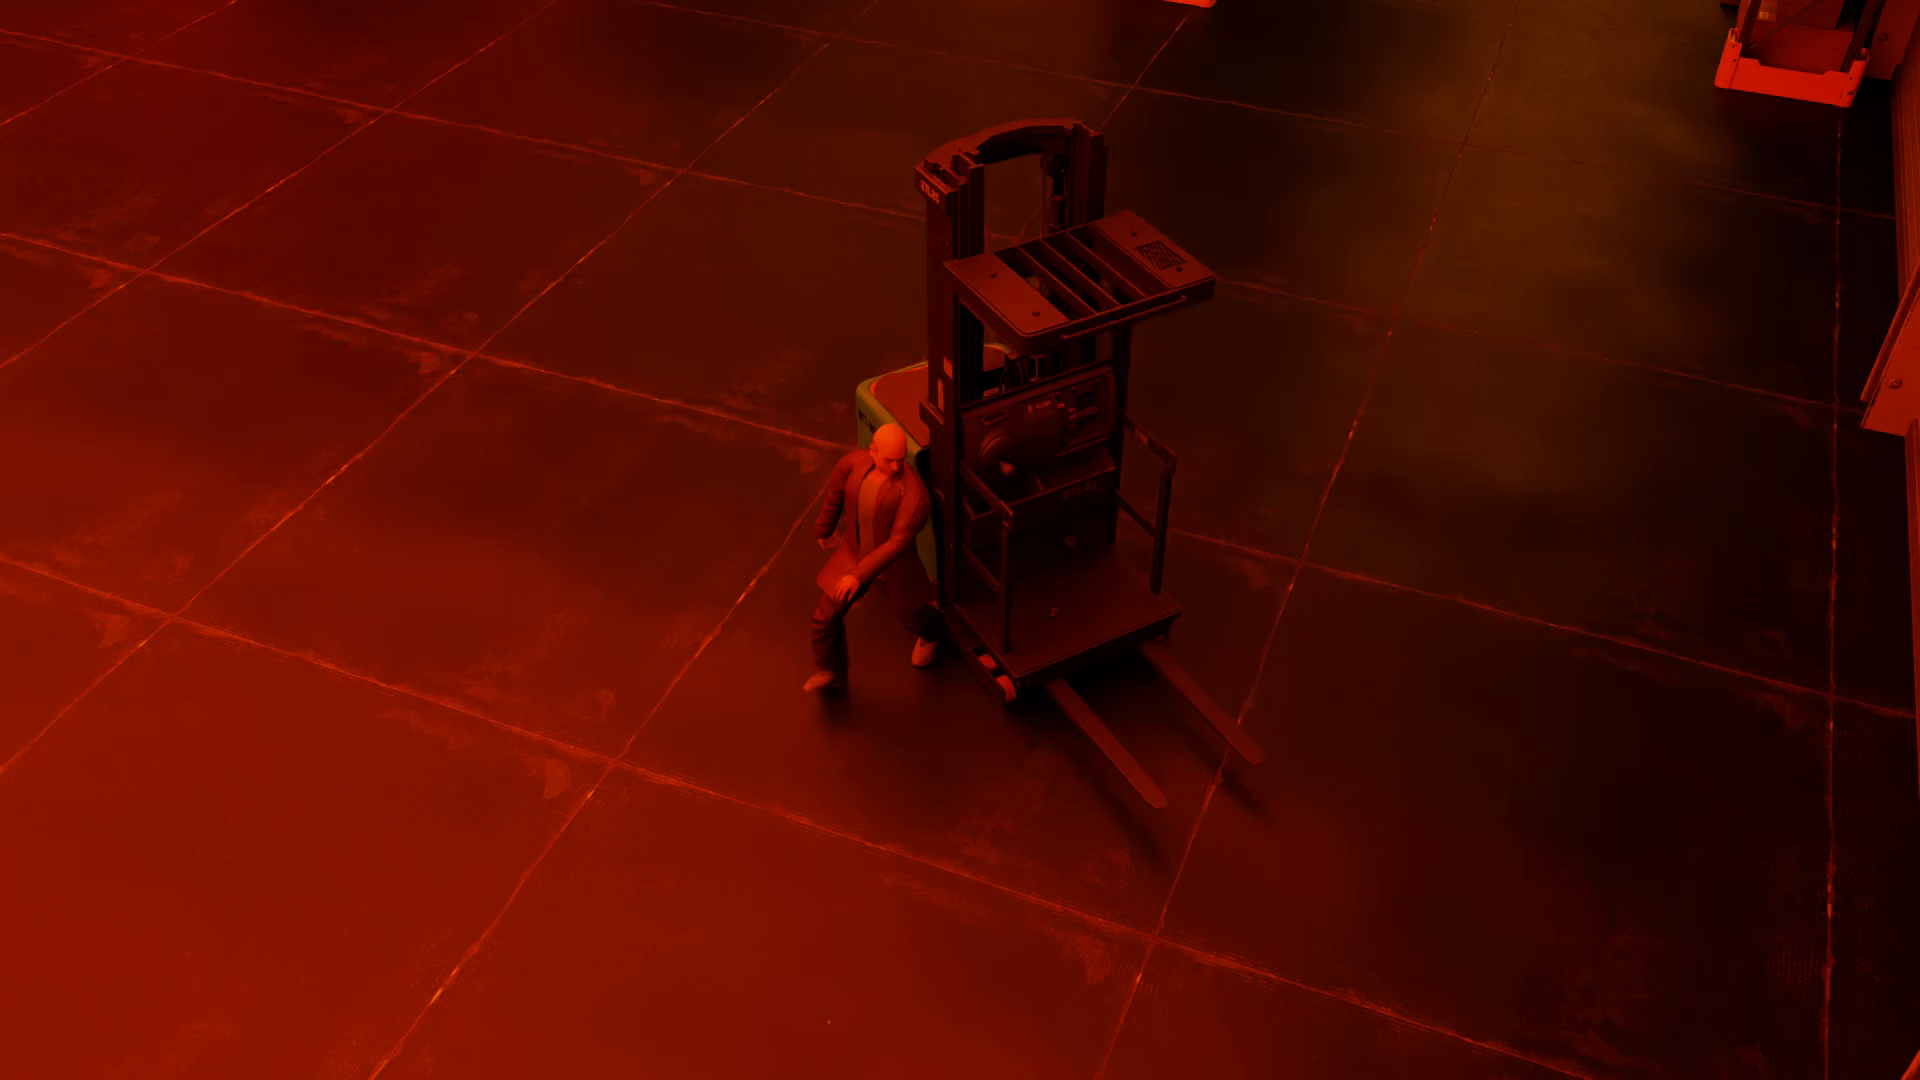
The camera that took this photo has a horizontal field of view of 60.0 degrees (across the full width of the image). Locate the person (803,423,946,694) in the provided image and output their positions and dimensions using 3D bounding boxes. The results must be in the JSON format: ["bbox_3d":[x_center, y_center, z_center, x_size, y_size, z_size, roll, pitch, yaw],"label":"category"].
[{"bbox_3d":[-0.492,0.093,8.889,0.741,1.710,0.913,16,43,19],"label":"person"}]

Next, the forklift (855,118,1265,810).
[{"bbox_3d":[0.537,-0.551,8.664,1.130,2.935,3.031,-20,44,-22],"label":"forklift"}]
